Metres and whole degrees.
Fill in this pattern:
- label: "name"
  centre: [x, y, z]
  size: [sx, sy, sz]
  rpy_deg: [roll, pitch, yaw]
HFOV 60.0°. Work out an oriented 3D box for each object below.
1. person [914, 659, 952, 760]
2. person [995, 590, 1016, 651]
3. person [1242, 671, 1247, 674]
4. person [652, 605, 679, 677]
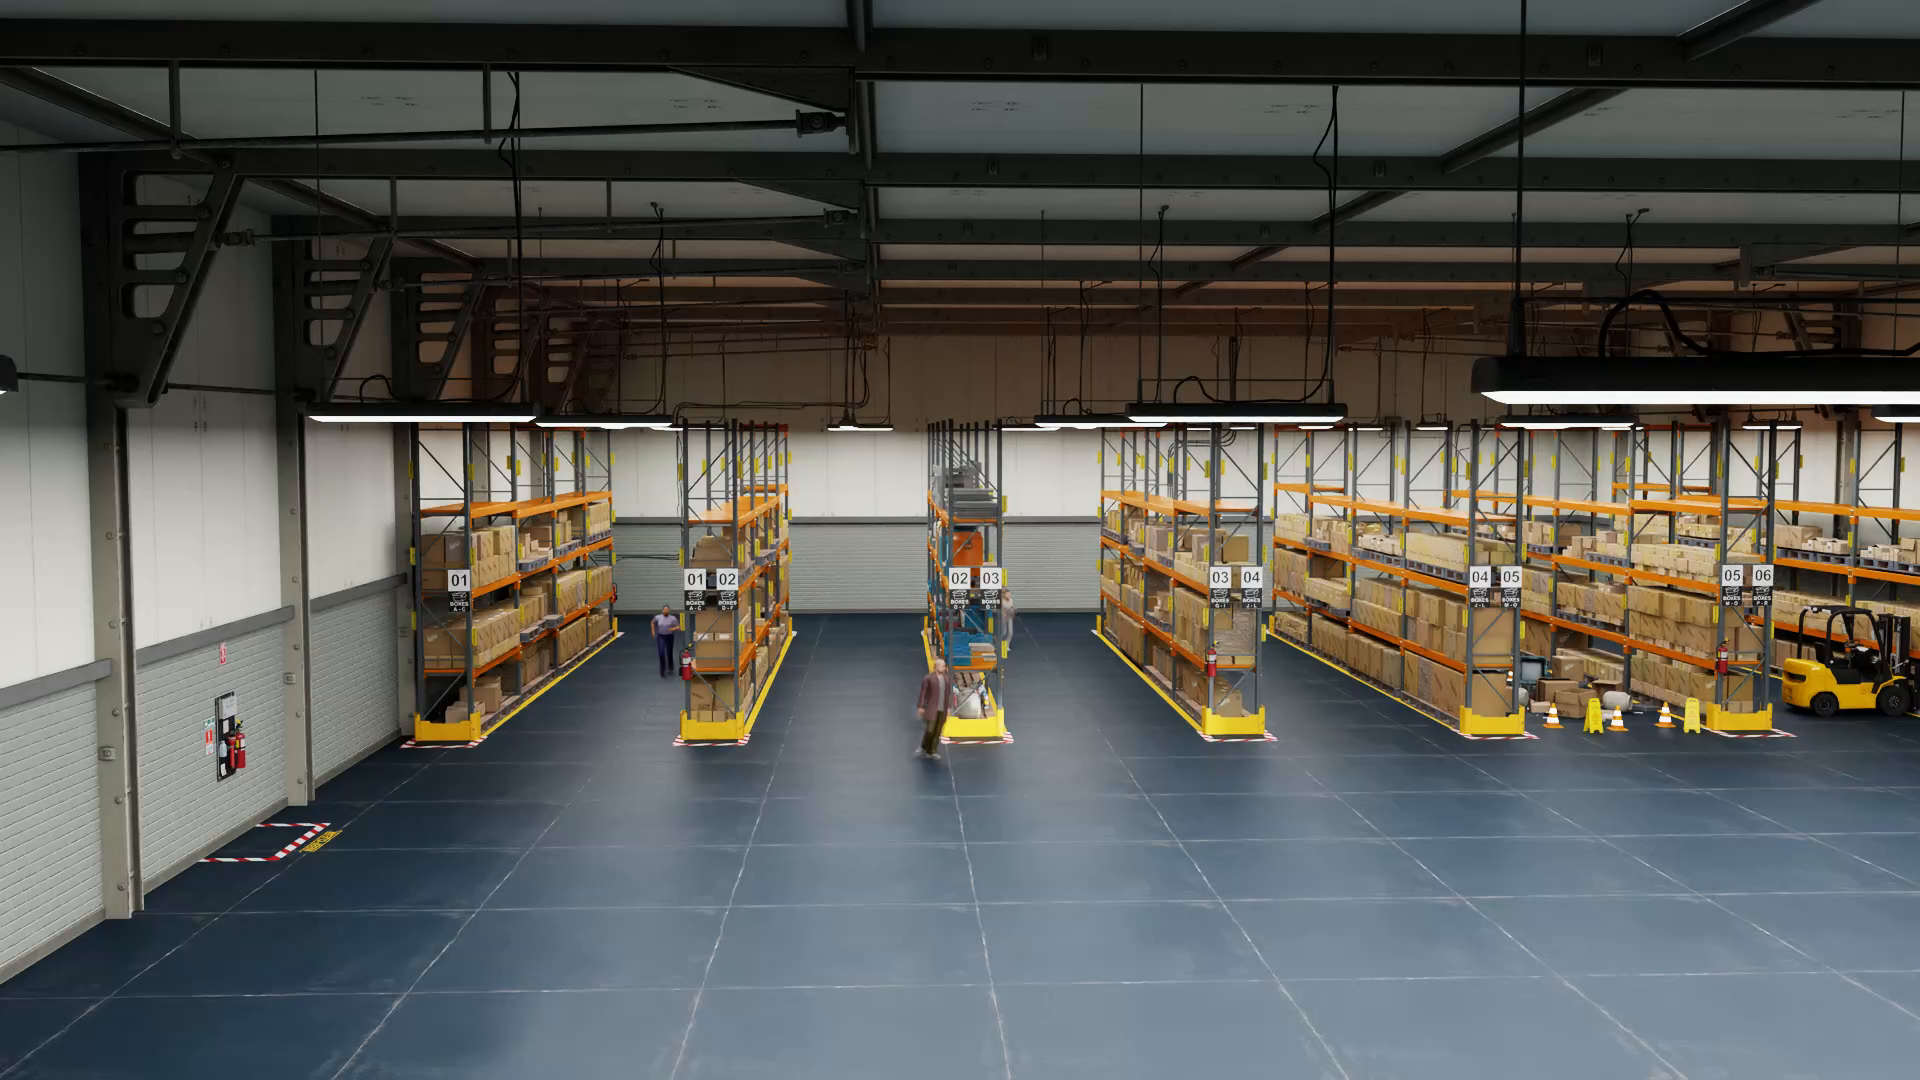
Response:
- label: "person"
  centre: [-0.451, 2.961, 29.123]
  size: [0.674, 1.765, 0.529]
  rpy_deg: [-2, 4, -33]
- label: "person"
  centre: [1.177, 2.113, 43.958]
  size: [0.564, 1.618, 0.732]
  rpy_deg: [-2, 4, -26]
- label: "person"
  centre: [6.630, 2.405, 39.833]
  size: [0.707, 1.517, 0.670]
  rpy_deg: [1, 4, 17]
- label: "person"
  centre: [-6.996, 2.379, 39.492]
  size: [0.643, 1.690, 0.909]
  rpy_deg: [-1, 4, -9]
